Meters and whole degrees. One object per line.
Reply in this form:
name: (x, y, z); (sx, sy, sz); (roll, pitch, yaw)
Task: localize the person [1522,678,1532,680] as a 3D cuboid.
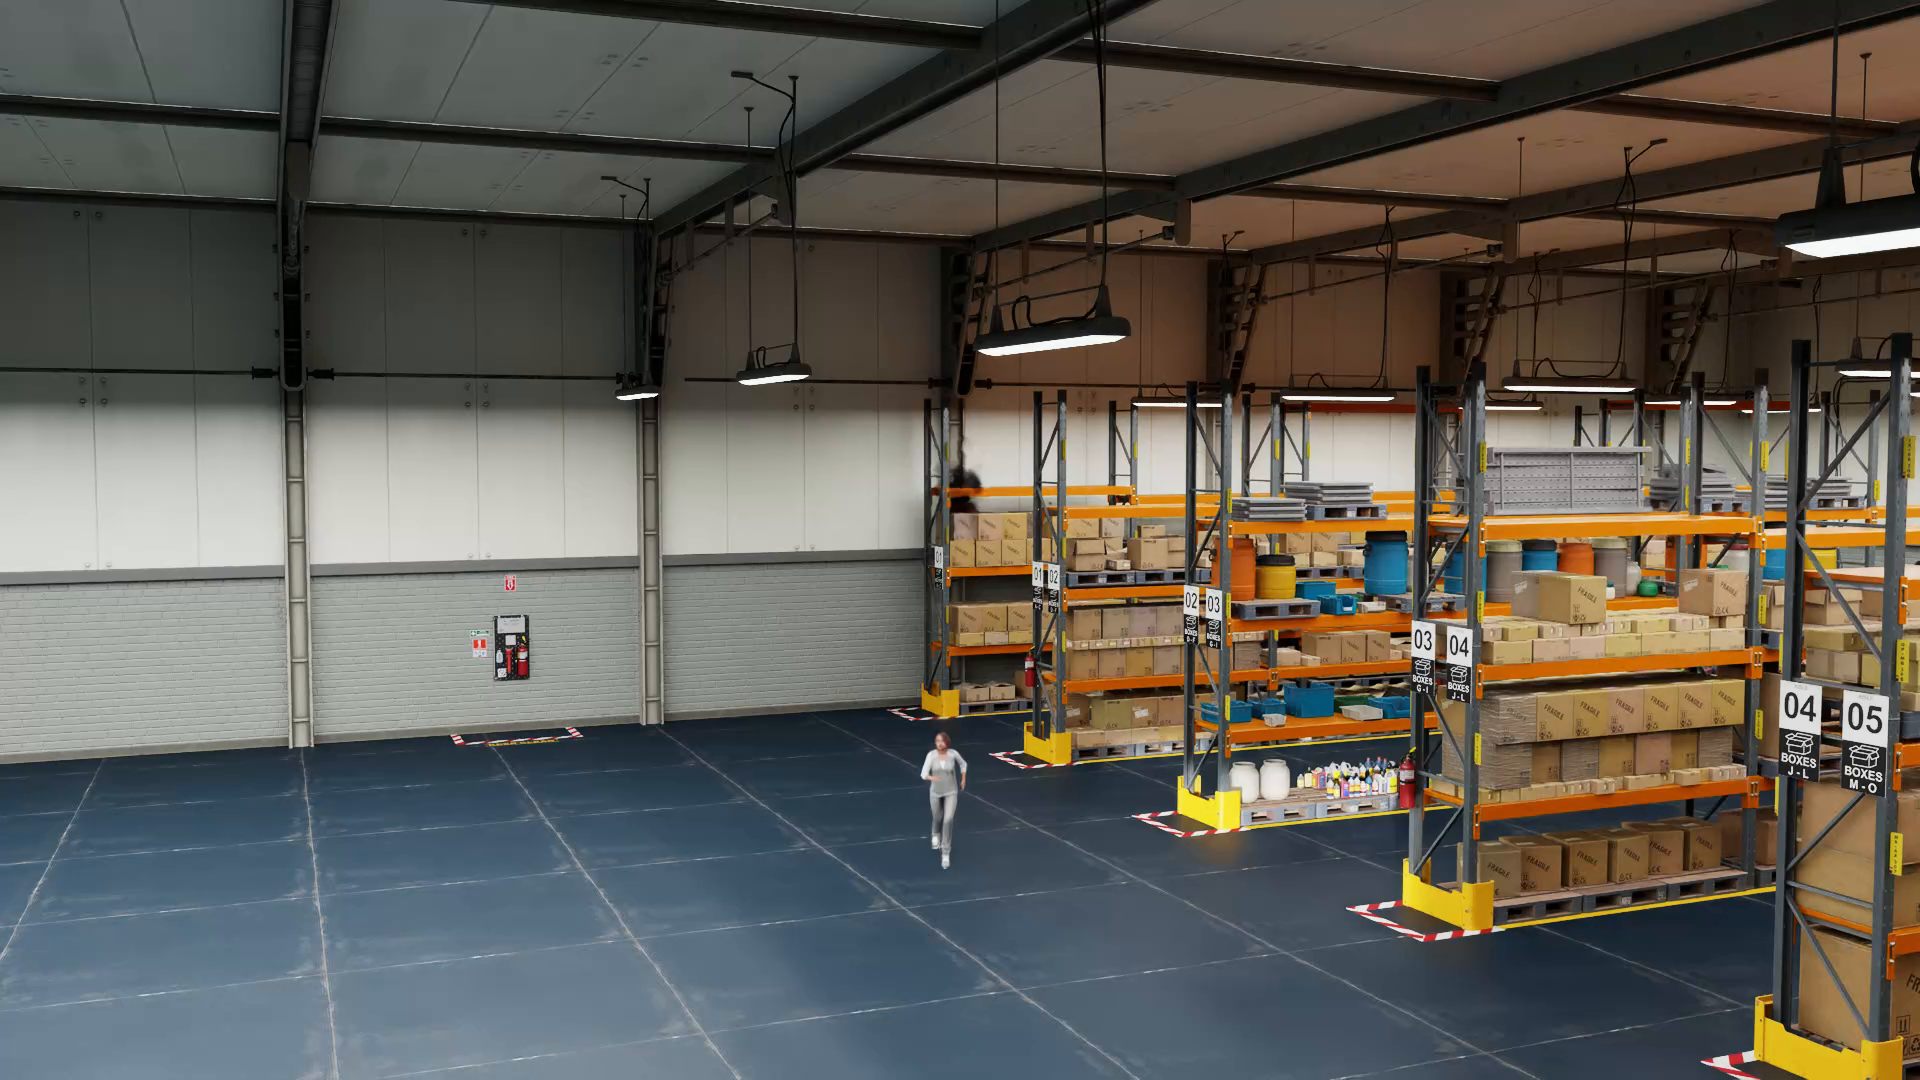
person: (9.397, 2.641, 27.748); (0.916, 1.789, 0.679); (-2, 4, -34)

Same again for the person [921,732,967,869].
person: (-0.196, 3.155, 20.528); (0.549, 1.619, 0.874); (0, 3, 4)

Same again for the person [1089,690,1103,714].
person: (2.370, 2.568, 29.040); (0.645, 1.786, 0.634); (-2, 4, -28)
